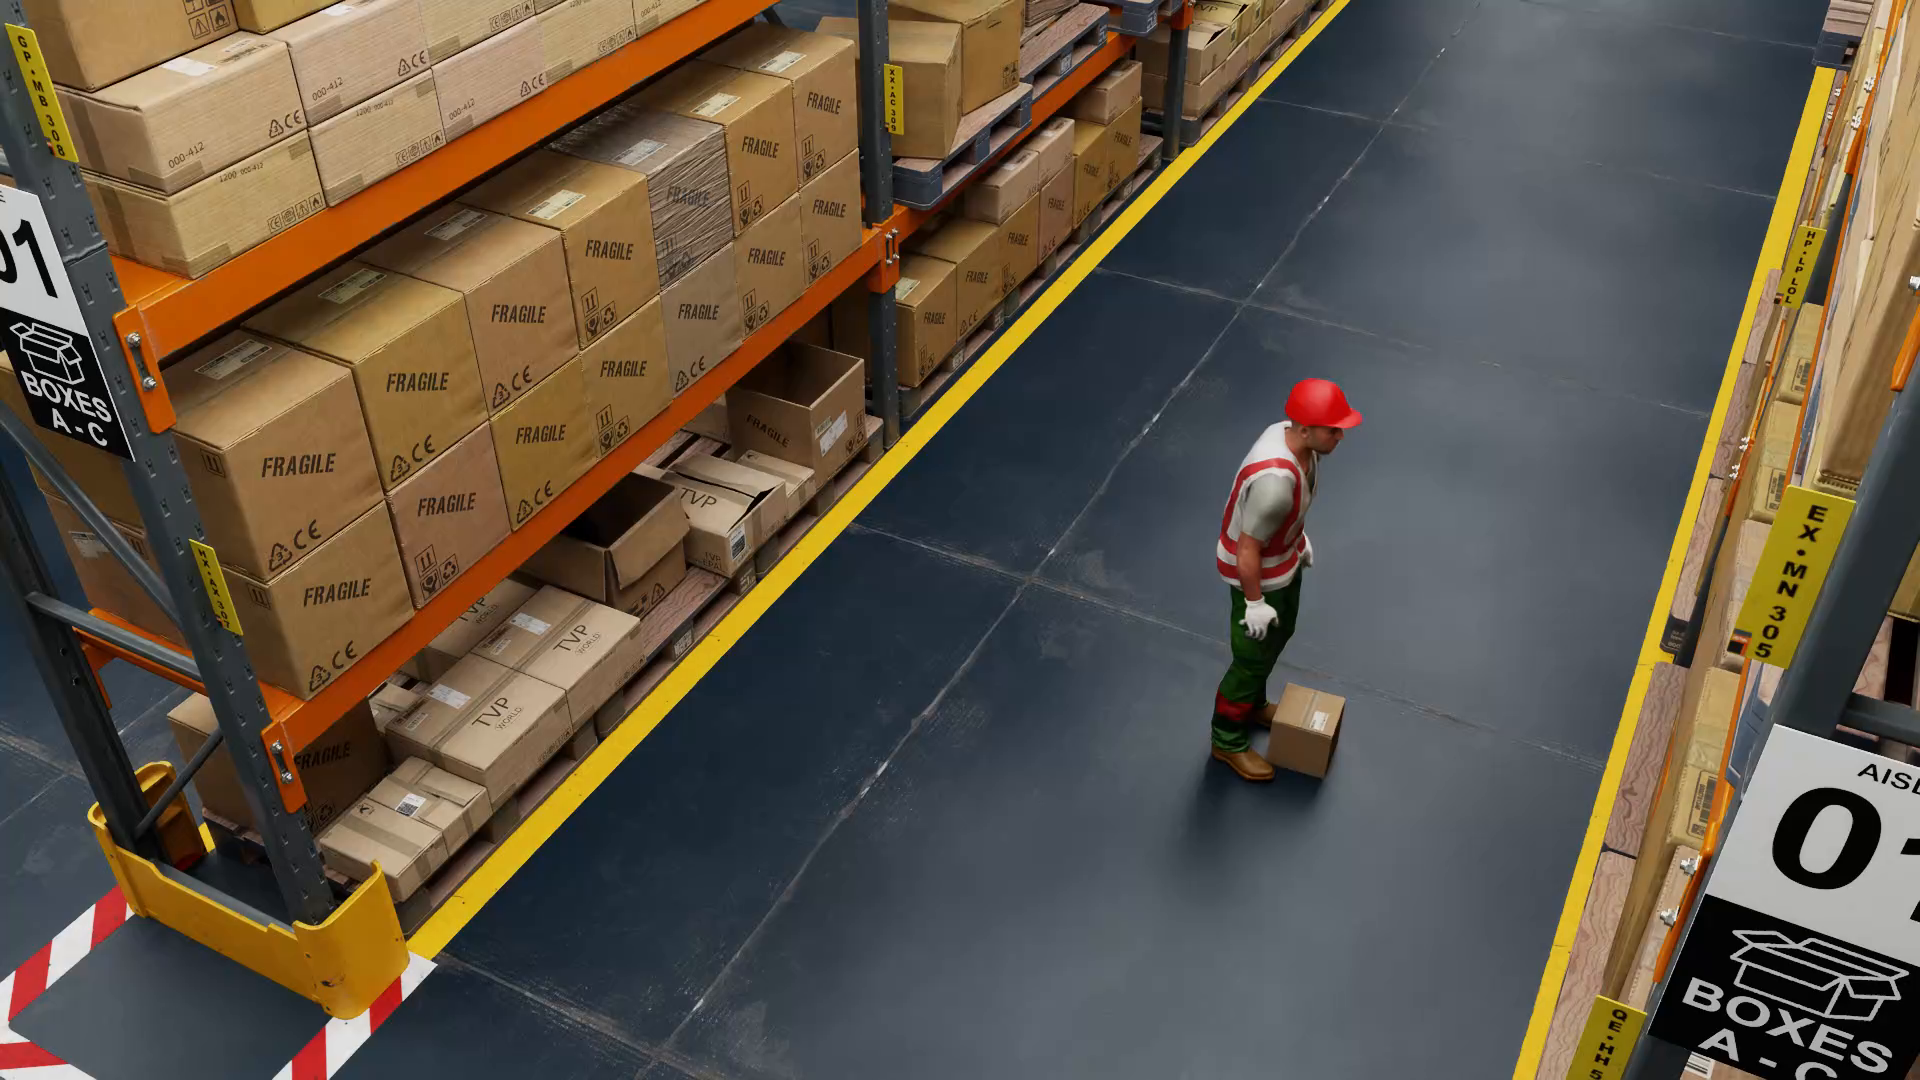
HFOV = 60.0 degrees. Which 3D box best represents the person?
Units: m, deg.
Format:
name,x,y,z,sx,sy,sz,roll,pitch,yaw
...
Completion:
name,x,y,z,sx,sy,sz,roll,pitch,yaw
person,1.246,0.129,6.570,0.453,1.779,0.608,17,41,21
